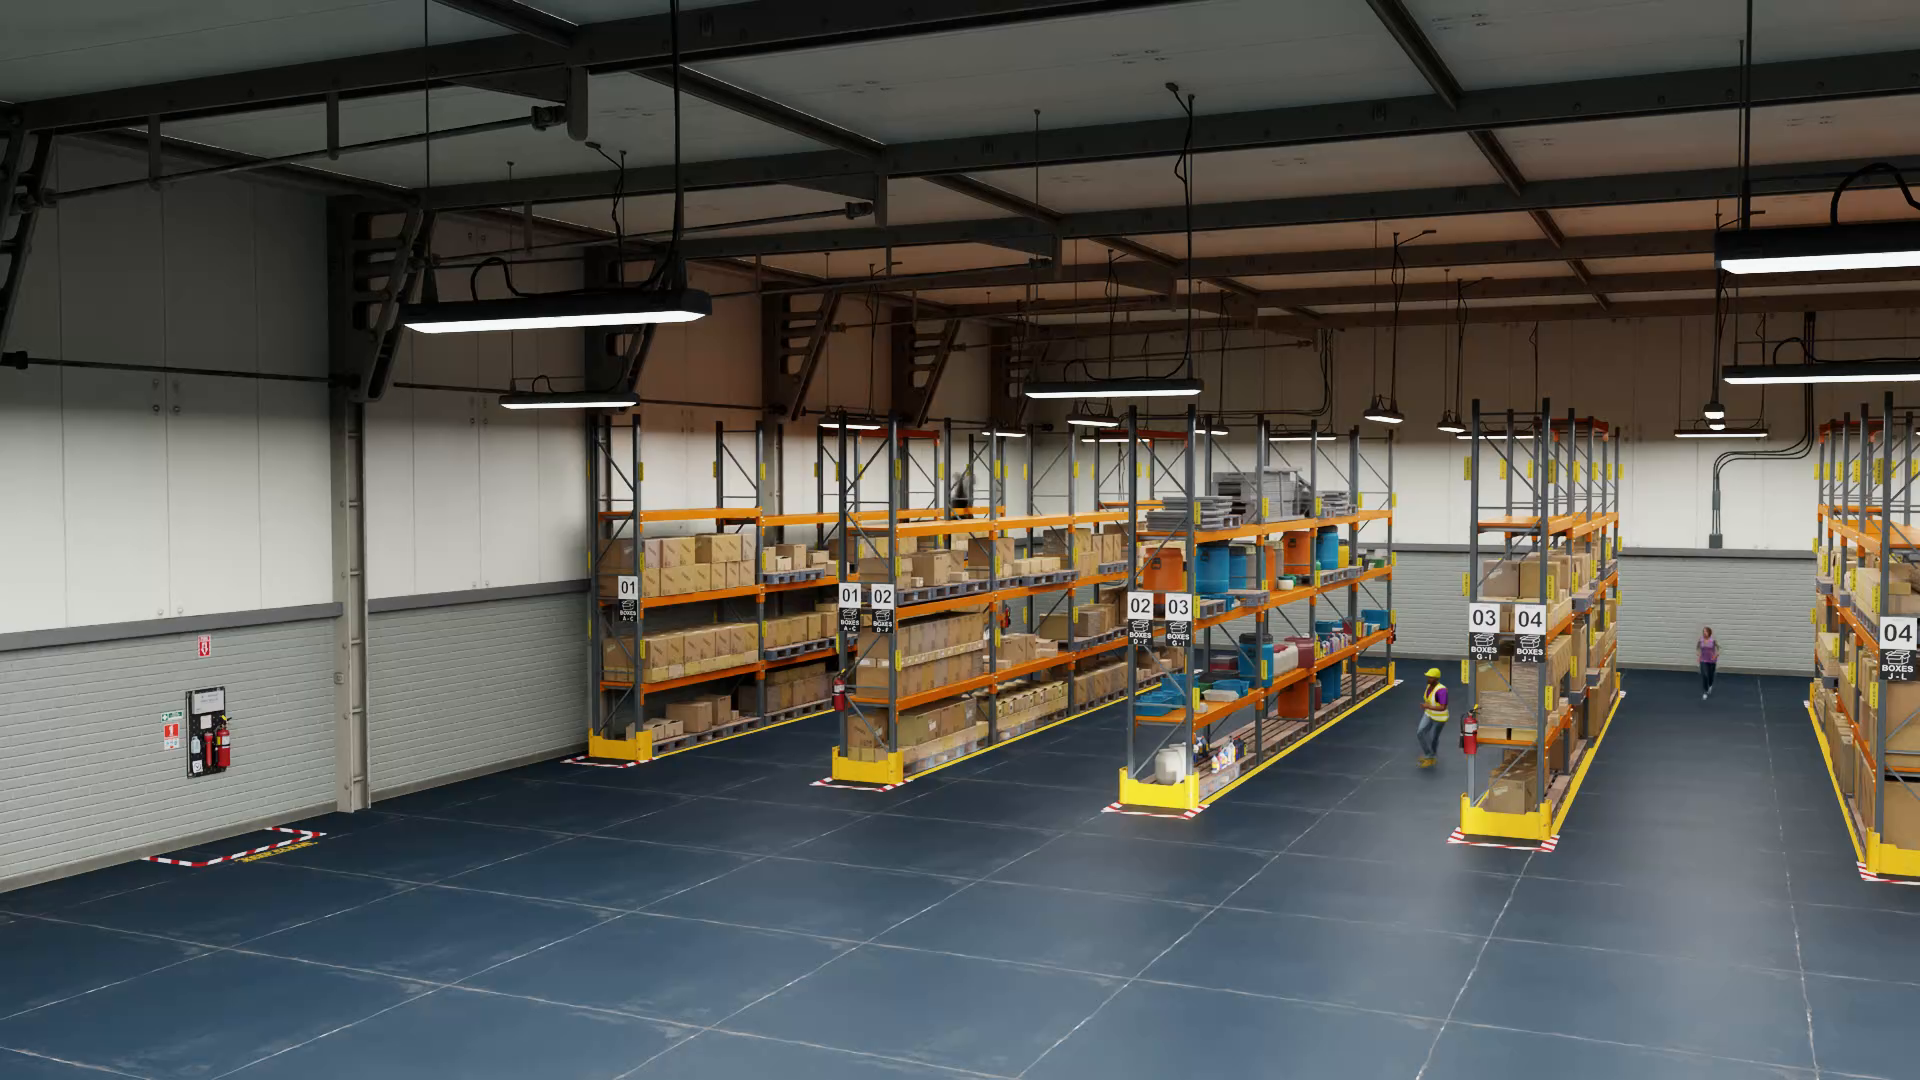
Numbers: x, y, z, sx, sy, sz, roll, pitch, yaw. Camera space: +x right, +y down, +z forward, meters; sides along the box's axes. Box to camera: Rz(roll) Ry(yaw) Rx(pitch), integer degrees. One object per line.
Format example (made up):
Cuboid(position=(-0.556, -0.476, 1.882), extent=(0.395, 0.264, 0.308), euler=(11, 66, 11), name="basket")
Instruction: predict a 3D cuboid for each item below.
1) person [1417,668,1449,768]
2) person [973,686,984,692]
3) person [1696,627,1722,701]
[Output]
Cuboid(position=(7.982, 2.982, 28.066), extent=(0.714, 1.678, 0.811), euler=(-2, 3, -35), name="person")
Cuboid(position=(0.336, 2.744, 37.279), extent=(0.621, 1.424, 0.946), euler=(2, 3, 36), name="person")
Cuboid(position=(16.492, 2.704, 36.635), extent=(0.532, 1.606, 0.722), euler=(1, 3, 28), name="person")
